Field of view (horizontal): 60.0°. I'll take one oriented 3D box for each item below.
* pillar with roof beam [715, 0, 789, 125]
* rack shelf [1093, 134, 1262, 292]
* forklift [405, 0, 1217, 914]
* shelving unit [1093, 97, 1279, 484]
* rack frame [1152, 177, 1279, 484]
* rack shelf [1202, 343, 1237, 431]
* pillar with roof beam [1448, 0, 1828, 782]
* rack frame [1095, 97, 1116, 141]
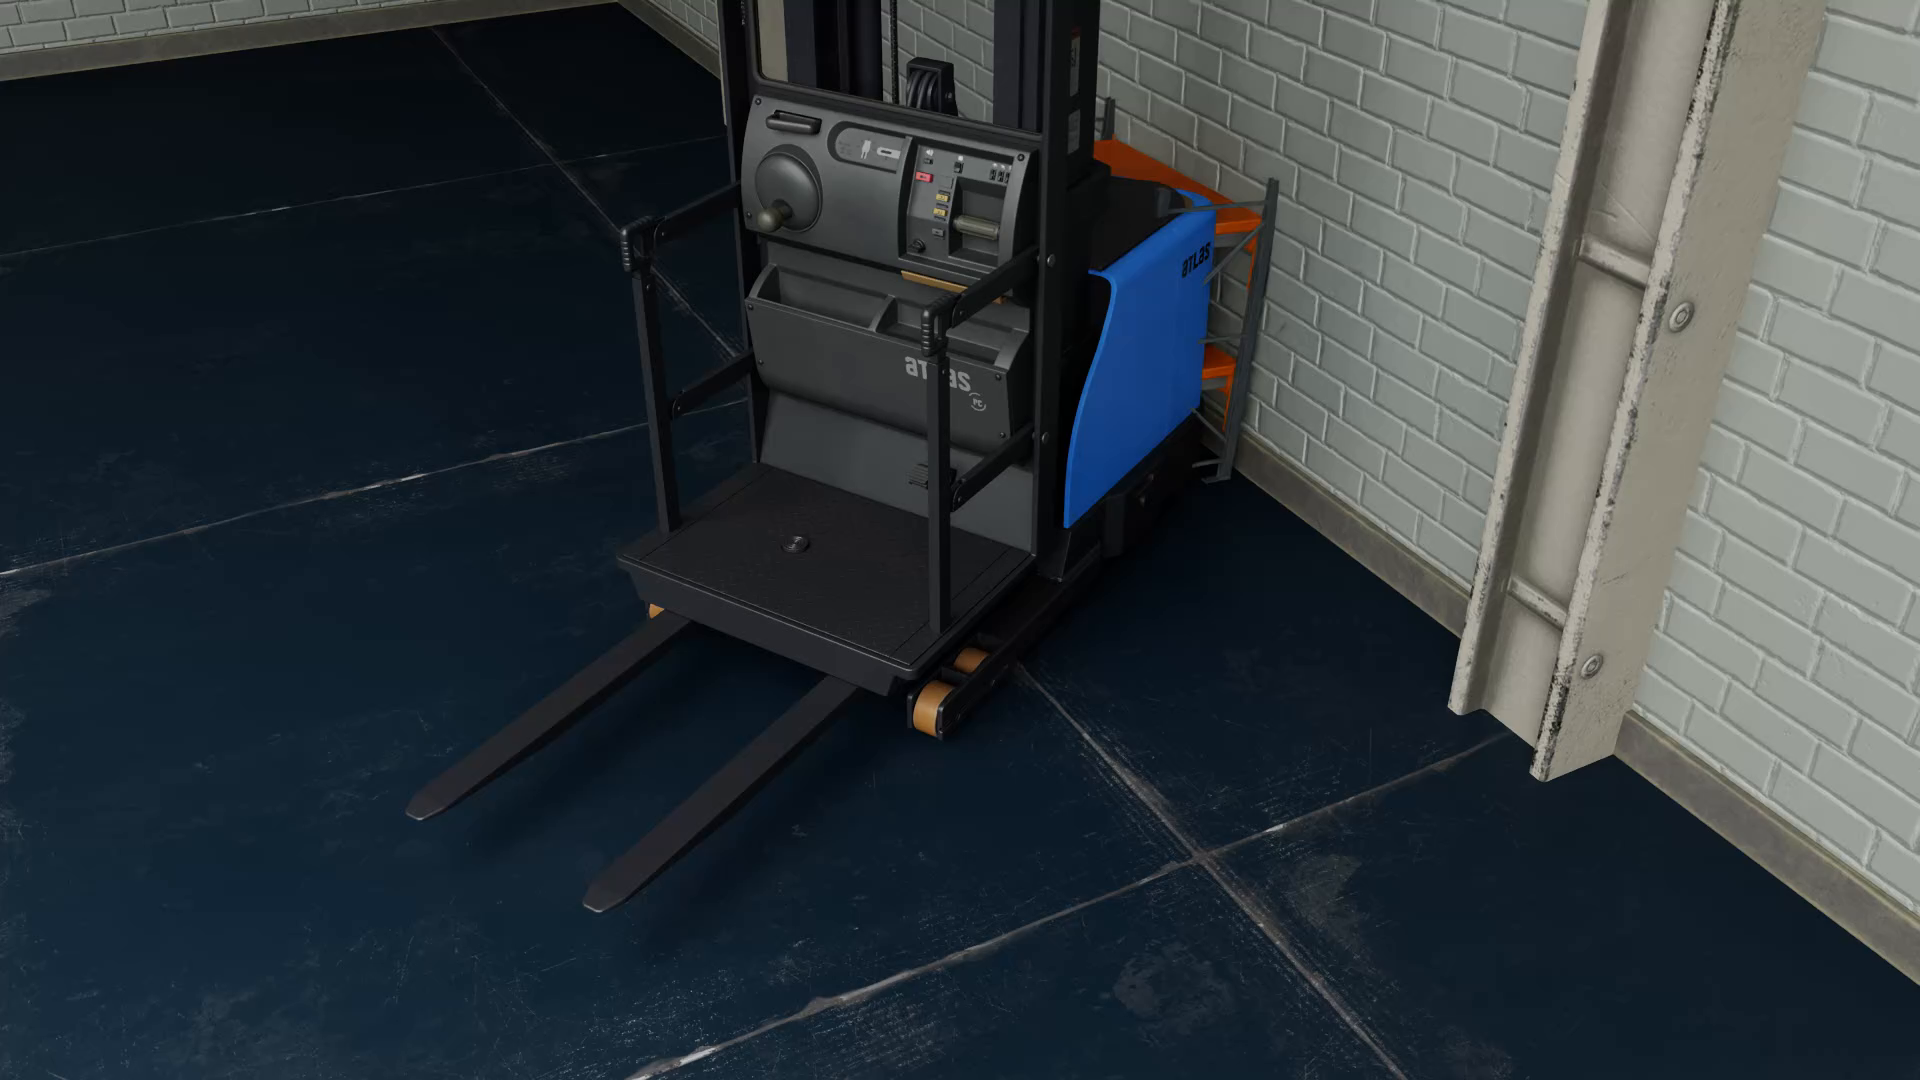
[{"bbox_3d":[-4.922,-5.019,5.243,9.100,9.000,0.400,-16,36,-23],"label":"pillar with roof beam"},{"bbox_3d":[0.595,-1.169,5.962,0.538,0.278,1.000,-11,33,-26],"label":"rack shelf"},{"bbox_3d":[-0.335,-0.946,4.510,1.130,2.935,3.031,19,37,27],"label":"forklift"},{"bbox_3d":[0.572,-0.914,6.105,0.538,1.125,1.048,-11,33,-26],"label":"shelving unit"},{"bbox_3d":[0.810,-0.678,5.723,0.500,1.125,0.032,-11,33,-26],"label":"rack frame"},{"bbox_3d":[0.552,-0.702,6.224,0.538,0.278,1.000,-11,33,-26],"label":"rack shelf"},{"bbox_3d":[-2.124,-2.156,0.773,9.100,9.000,0.400,-16,36,-23],"label":"pillar with roof beam"},{"bbox_3d":[0.334,-1.150,6.487,0.500,1.125,0.032,-11,33,-26],"label":"rack frame"}]
